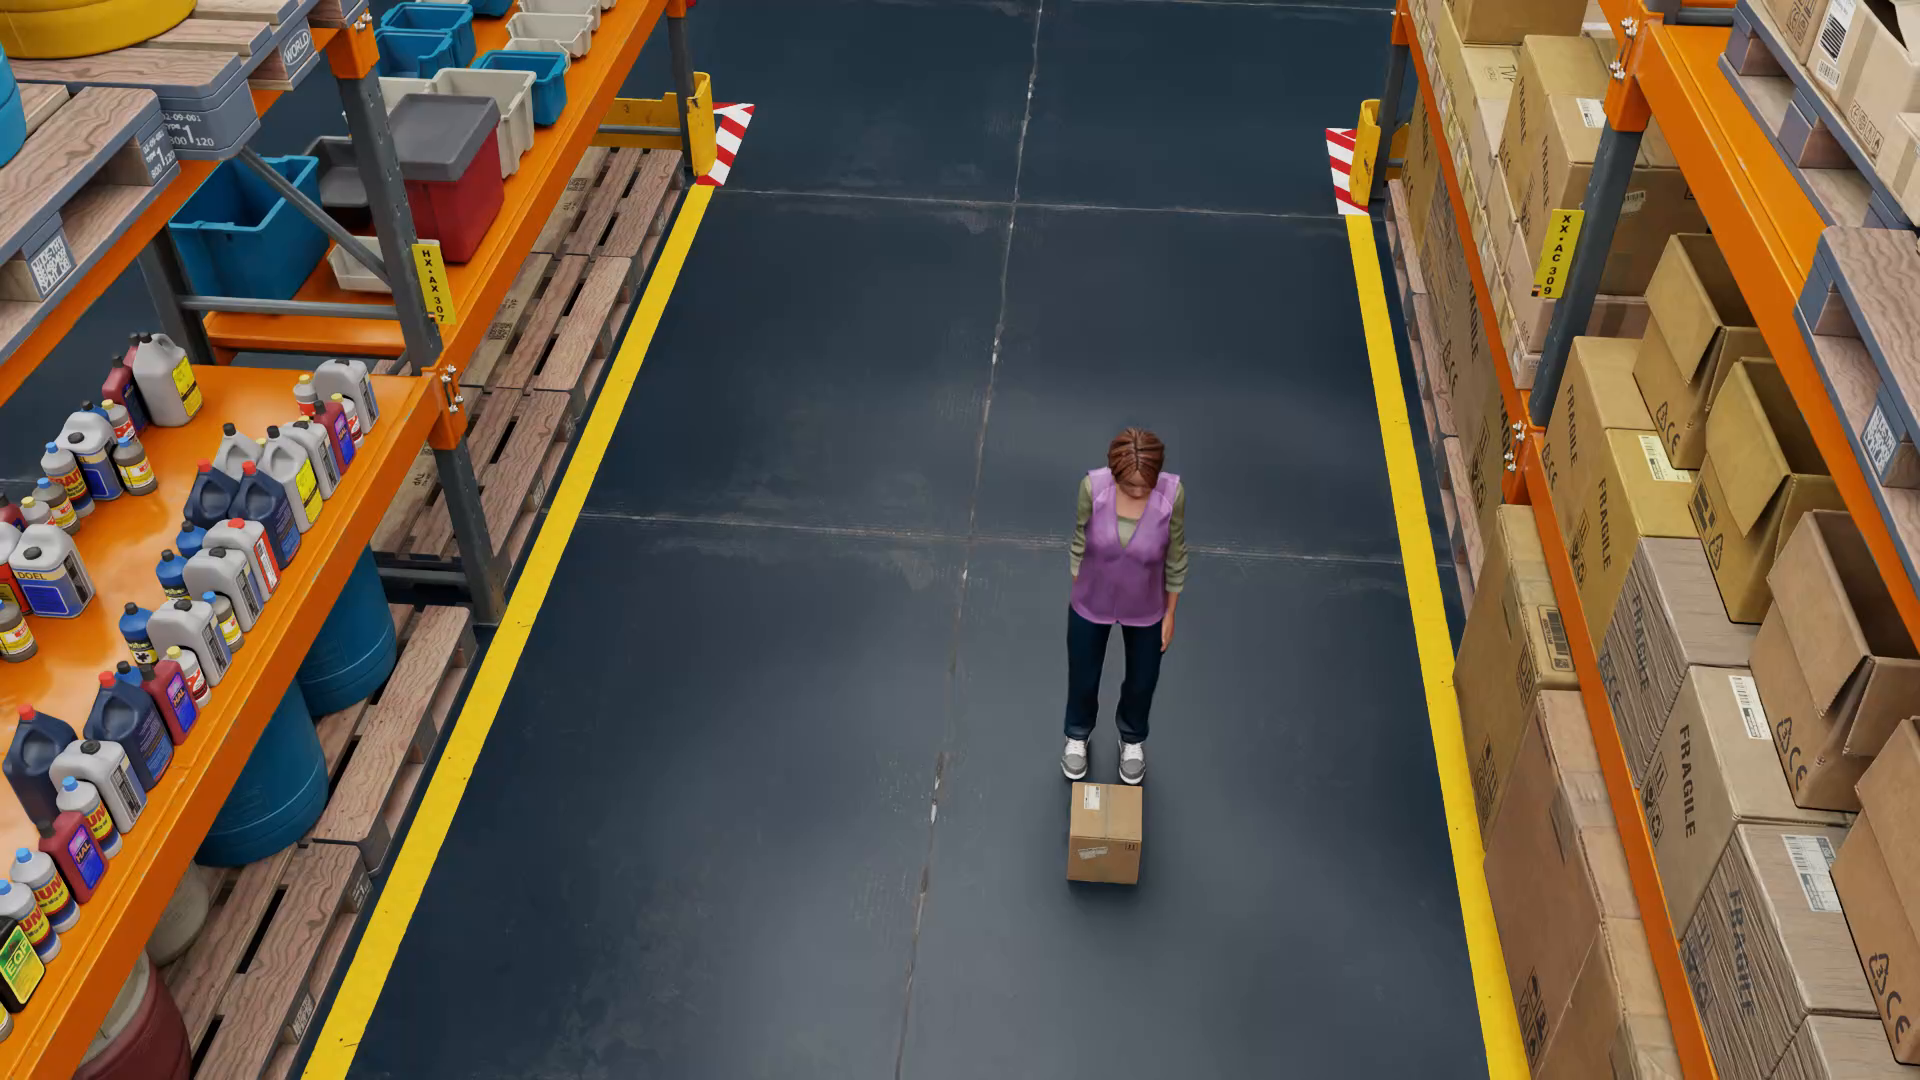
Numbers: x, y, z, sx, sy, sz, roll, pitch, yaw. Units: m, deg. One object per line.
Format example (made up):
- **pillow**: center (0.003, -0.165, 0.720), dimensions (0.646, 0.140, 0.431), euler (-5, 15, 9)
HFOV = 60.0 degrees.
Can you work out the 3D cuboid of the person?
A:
- **person**: center (0.585, 0.233, 5.902), dimensions (0.409, 1.592, 0.301), euler (4, 41, 5)
